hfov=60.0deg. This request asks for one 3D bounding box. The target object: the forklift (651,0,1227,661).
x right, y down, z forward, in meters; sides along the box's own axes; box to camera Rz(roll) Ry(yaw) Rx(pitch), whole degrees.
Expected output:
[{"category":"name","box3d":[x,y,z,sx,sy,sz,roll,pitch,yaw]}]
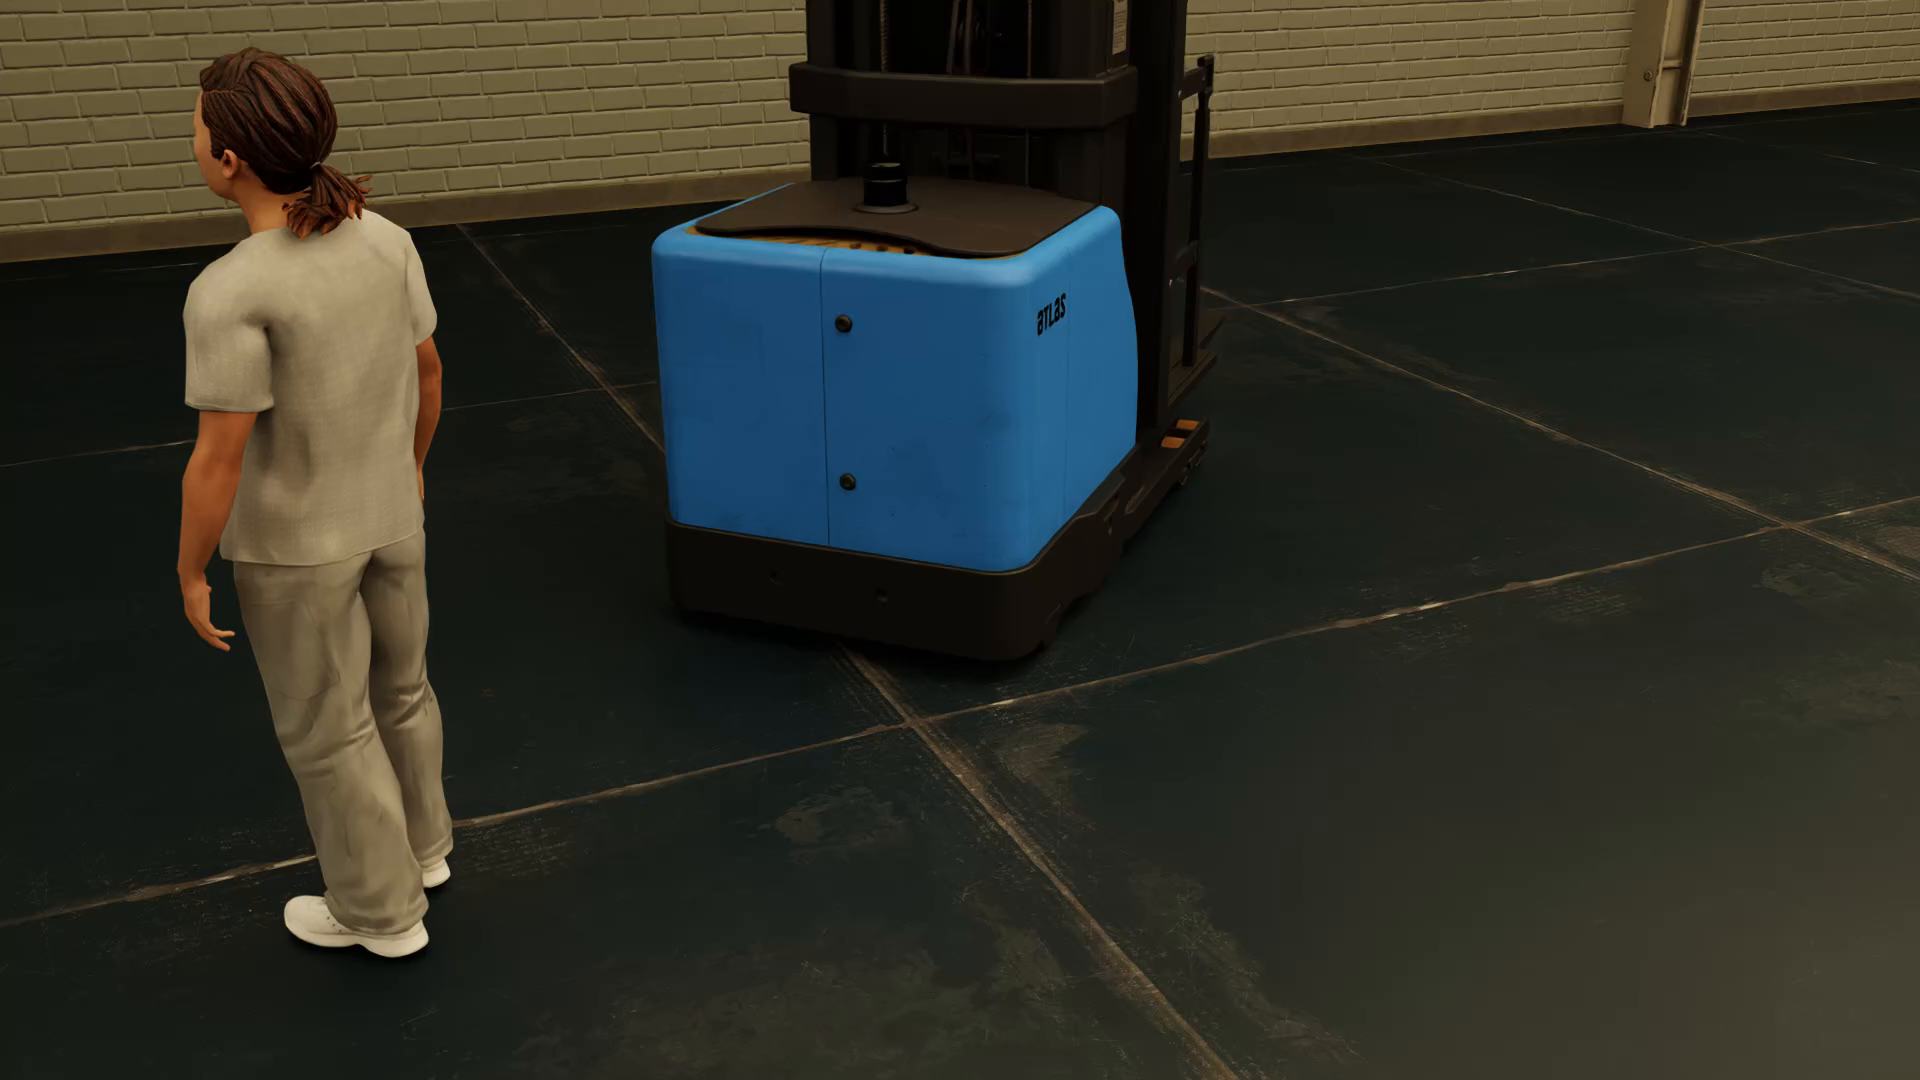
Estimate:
[{"category":"forklift","box3d":[0.214,-1.583,5.098,1.130,2.935,3.031,9,24,20]}]

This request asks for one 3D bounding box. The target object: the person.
[{"category":"person","box3d":[-1.160,-0.007,2.923,0.550,1.675,0.543,11,25,26]}]
